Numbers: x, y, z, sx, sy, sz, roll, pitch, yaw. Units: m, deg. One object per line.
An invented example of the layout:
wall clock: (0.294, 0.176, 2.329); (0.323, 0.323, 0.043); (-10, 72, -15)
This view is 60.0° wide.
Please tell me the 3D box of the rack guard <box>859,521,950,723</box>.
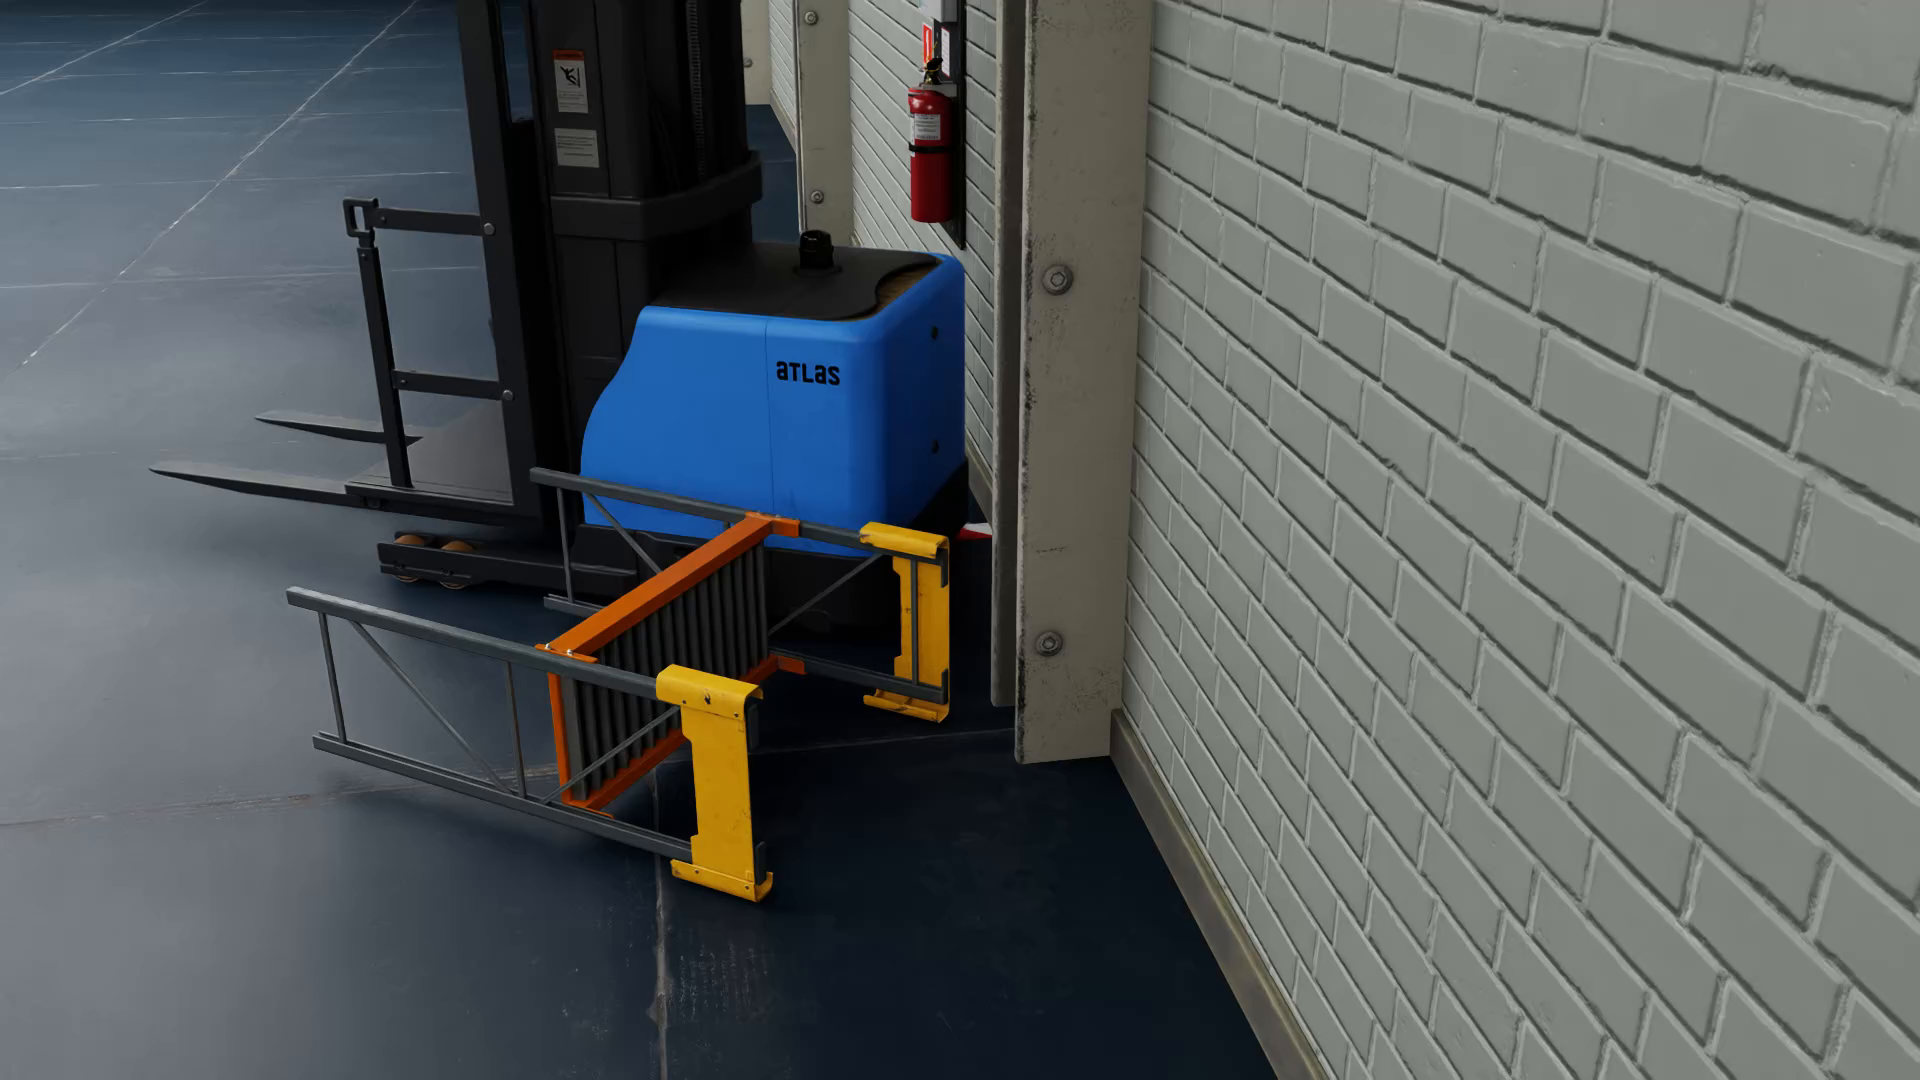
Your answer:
rack guard: (-0.162, 0.246, 4.921); (0.250, 0.587, 0.087); (11, 26, 24)

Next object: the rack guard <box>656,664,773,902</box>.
rack guard: (-0.602, 0.603, 4.103); (0.250, 0.587, 0.087); (11, 26, 24)

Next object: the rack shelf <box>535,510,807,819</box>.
rack shelf: (-0.777, 0.343, 4.700); (0.185, 0.538, 1.000); (11, 26, 24)

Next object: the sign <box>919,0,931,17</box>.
sign: (-0.146, -2.277, 7.009); (0.001, 0.109, 0.331); (-4, 24, -10)

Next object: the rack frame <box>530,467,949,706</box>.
rack frame: (-0.714, 0.128, 5.191); (1.500, 0.500, 0.032); (11, 26, 24)

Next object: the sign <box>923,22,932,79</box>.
sign: (-0.138, -2.037, 7.121); (0.001, 0.329, 0.234); (-4, 24, -10)

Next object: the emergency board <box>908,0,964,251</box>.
emergency board: (-0.138, -1.795, 6.613); (0.194, 1.169, 0.643); (-4, 24, -10)

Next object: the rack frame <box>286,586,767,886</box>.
rack frame: (-1.163, 0.493, 4.355); (1.500, 0.500, 0.032); (11, 26, 24)

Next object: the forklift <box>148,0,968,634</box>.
forklift: (-1.545, -1.362, 5.707); (3.031, 2.935, 1.130); (7, 25, 16)

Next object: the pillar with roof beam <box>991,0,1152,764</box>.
pillar with roof beam: (-3.949, -3.251, 2.451); (9.100, 9.000, 0.400); (-4, 24, -10)

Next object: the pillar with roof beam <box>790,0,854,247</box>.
pillar with roof beam: (-5.058, -5.611, 7.854); (9.100, 9.000, 0.400); (-4, 24, -10)

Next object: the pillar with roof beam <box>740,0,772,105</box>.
pillar with roof beam: (-6.168, -7.971, 13.258); (9.100, 9.000, 0.400); (-4, 24, -10)

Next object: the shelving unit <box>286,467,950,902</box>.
shelving unit: (-0.943, 0.314, 4.765); (1.500, 0.587, 1.083); (11, 26, 24)
